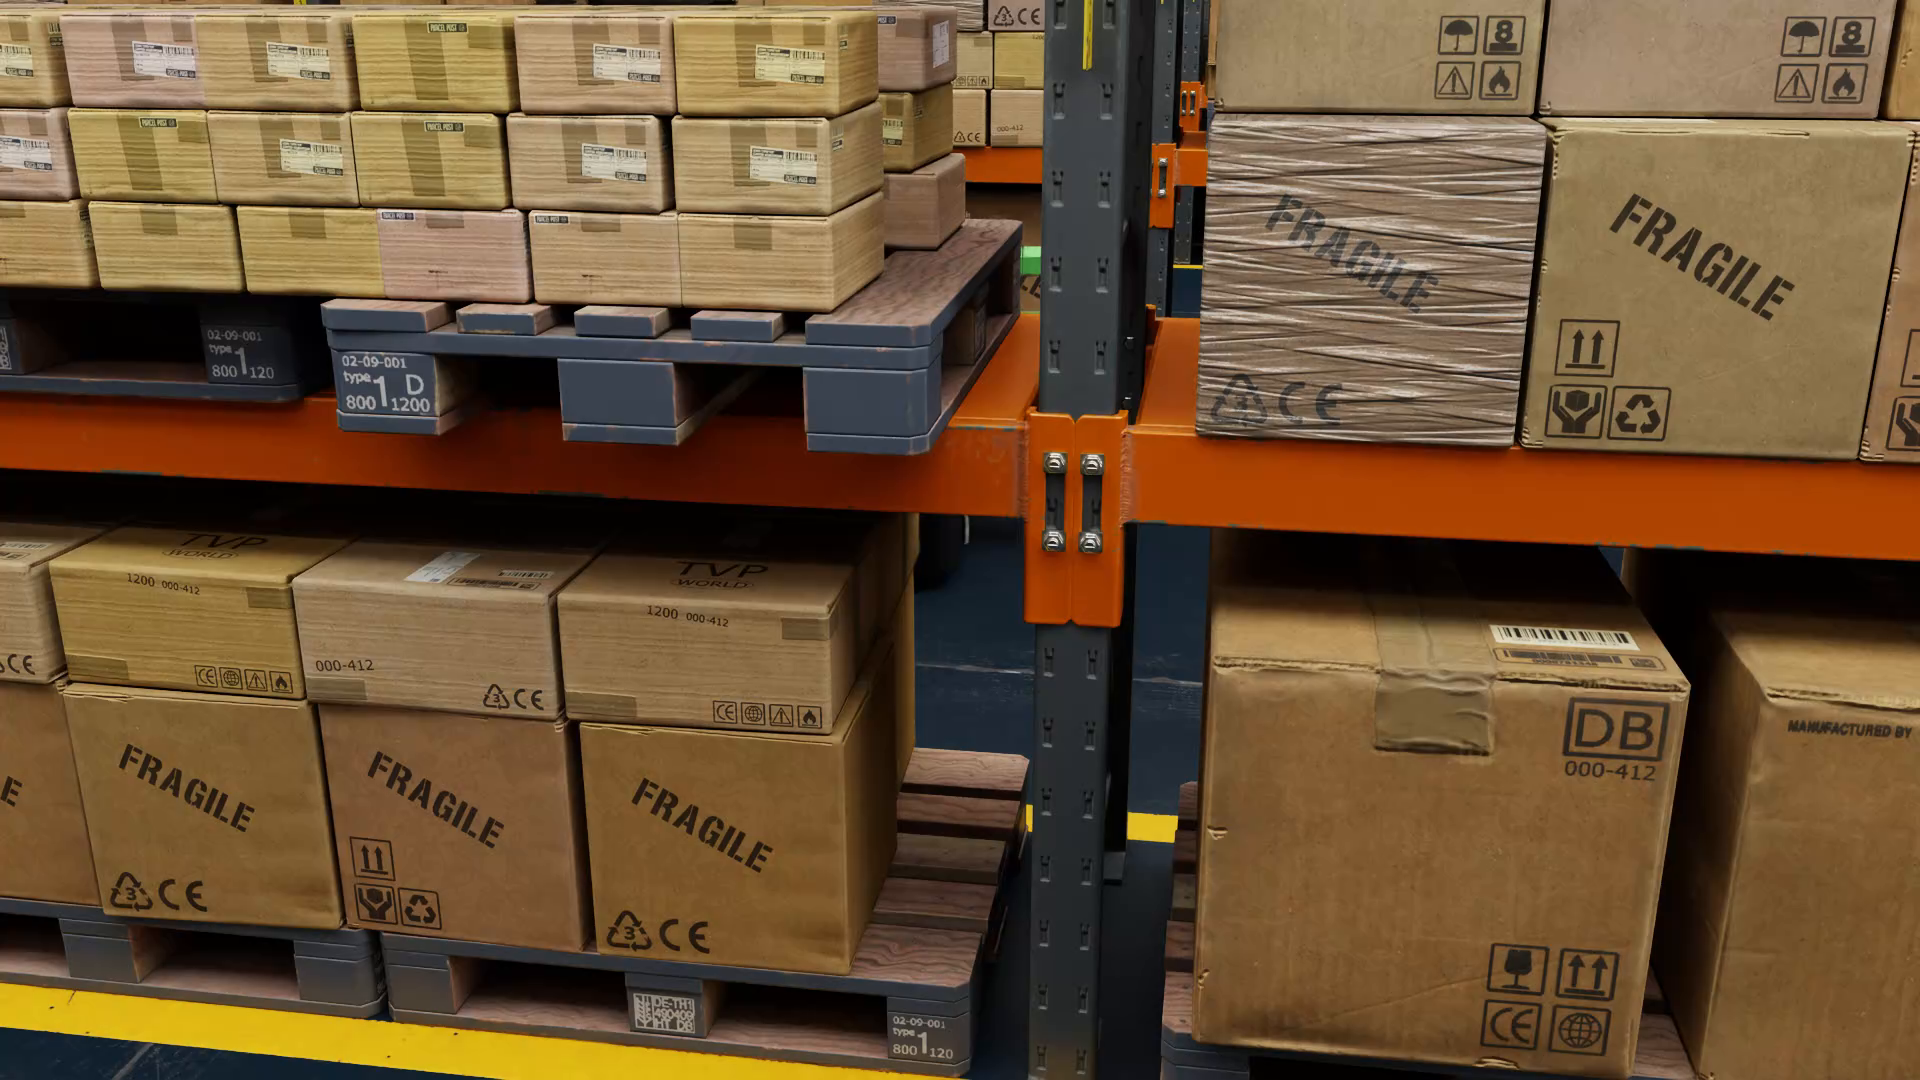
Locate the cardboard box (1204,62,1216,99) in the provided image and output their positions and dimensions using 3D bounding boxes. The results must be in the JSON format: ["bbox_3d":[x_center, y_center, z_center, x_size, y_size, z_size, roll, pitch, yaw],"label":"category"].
[{"bbox_3d":[1.248,-2.092,7.561,0.250,0.149,0.380,2,19,5],"label":"cardboard box"}]

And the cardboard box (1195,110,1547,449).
[{"bbox_3d":[0.671,-0.471,2.825,0.500,0.500,0.500,3,19,9],"label":"cardboard box"}]

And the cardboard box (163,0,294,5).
[{"bbox_3d":[-3.503,-2.746,8.050,0.500,0.500,0.500,3,19,8],"label":"cardboard box"}]

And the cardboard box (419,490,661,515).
[{"bbox_3d":[-0.872,-0.036,3.778,0.500,0.250,0.500,3,19,8],"label":"cardboard box"}]

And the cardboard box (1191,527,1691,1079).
[{"bbox_3d":[0.858,0.396,3.275,0.750,0.750,1.050,3,19,8],"label":"cardboard box"}]

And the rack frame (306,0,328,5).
[{"bbox_3d":[-2.993,-2.288,8.412,0.127,3.000,1.000,3,19,9],"label":"rack frame"}]

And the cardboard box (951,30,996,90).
[{"bbox_3d":[-0.069,-2.222,7.664,0.500,0.250,0.500,2,19,7],"label":"cardboard box"}]

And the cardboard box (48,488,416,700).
[{"bbox_3d":[-1.446,0.096,3.386,0.500,0.250,0.500,3,19,10],"label":"cardboard box"}]

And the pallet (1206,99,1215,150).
[{"bbox_3d":[1.677,-1.993,7.834,1.003,0.211,1.213,3,19,9],"label":"pallet"}]

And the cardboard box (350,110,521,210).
[{"bbox_3d":[-0.813,-0.659,2.810,0.250,0.149,0.380,3,19,10],"label":"cardboard box"}]

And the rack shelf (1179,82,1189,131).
[{"bbox_3d":[-0.235,-3.401,12.874,4.000,0.370,1.077,3,19,9],"label":"rack shelf"}]

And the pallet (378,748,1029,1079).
[{"bbox_3d":[-0.501,0.752,3.722,1.213,0.211,1.003,3,19,9],"label":"pallet"}]

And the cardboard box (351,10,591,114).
[{"bbox_3d":[-0.792,-0.800,2.763,0.250,0.149,0.380,4,19,10],"label":"cardboard box"}]

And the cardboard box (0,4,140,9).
[{"bbox_3d":[-1.965,-1.069,3.567,0.250,0.149,0.380,2,19,6],"label":"cardboard box"}]

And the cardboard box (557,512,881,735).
[{"bbox_3d":[-0.446,0.148,3.229,0.500,0.250,0.500,2,19,7],"label":"cardboard box"}]

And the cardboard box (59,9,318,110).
[{"bbox_3d":[-1.293,-0.826,2.842,0.250,0.149,0.380,3,19,9],"label":"cardboard box"}]

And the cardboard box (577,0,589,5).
[{"bbox_3d":[-1.603,-2.654,7.774,0.500,0.500,0.500,2,19,7],"label":"cardboard box"}]

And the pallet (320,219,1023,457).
[{"bbox_3d":[-0.450,-0.442,3.199,1.003,0.211,1.213,3,19,9],"label":"pallet"}]

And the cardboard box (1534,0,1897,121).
[{"bbox_3d":[1.212,-1.001,2.835,0.500,0.500,0.700,3,19,8],"label":"cardboard box"}]

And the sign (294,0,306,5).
[{"bbox_3d":[-3.080,-2.562,7.743,0.005,0.325,0.100,3,19,9],"label":"sign"}]

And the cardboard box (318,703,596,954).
[{"bbox_3d":[-0.932,0.477,3.427,0.500,0.500,0.500,4,19,11],"label":"cardboard box"}]

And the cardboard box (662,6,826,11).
[{"bbox_3d":[-0.421,-0.989,3.328,0.250,0.149,0.380,2,19,7],"label":"cardboard box"}]

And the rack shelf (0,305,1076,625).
[{"bbox_3d":[-1.704,-0.290,3.576,4.000,0.370,1.077,3,19,9],"label":"rack shelf"}]

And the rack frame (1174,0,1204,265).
[{"bbox_3d":[1.740,-3.641,12.459,0.127,3.000,1.000,3,19,9],"label":"rack frame"}]

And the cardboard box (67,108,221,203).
[{"bbox_3d":[-1.306,-0.685,2.888,0.250,0.149,0.380,3,19,8],"label":"cardboard box"}]

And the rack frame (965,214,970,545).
[{"bbox_3d":[0.027,-0.590,6.174,0.015,1.200,0.240,0,18,0],"label":"rack frame"}]

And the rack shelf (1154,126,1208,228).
[{"bbox_3d":[2.931,-1.644,7.624,4.000,0.370,1.077,3,19,9],"label":"rack shelf"}]

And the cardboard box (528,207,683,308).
[{"bbox_3d":[-0.534,-0.504,2.817,0.250,0.149,0.380,3,19,9],"label":"cardboard box"}]

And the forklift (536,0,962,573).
[{"bbox_3d":[-1.509,-1.377,5.799,3.031,2.935,1.130,0,19,0],"label":"forklift"}]

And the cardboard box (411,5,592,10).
[{"bbox_3d":[-0.923,-1.016,3.410,0.250,0.149,0.380,2,19,6],"label":"cardboard box"}]

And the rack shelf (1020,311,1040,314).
[{"bbox_3d":[0.271,-0.756,6.118,0.480,0.148,0.258,0,18,0],"label":"rack shelf"}]

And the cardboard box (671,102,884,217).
[{"bbox_3d":[-0.289,-0.634,2.735,0.250,0.149,0.380,3,19,10],"label":"cardboard box"}]

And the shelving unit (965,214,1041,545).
[{"bbox_3d":[0.271,-0.589,6.173,0.503,1.200,0.258,0,18,0],"label":"shelving unit"}]

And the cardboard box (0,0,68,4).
[{"bbox_3d":[-4.507,-2.797,8.202,0.500,0.500,0.500,3,19,9],"label":"cardboard box"}]

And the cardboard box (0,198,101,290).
[{"bbox_3d":[-1.555,-0.557,2.976,0.250,0.149,0.380,3,19,10],"label":"cardboard box"}]

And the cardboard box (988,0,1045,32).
[{"bbox_3d":[0.404,-2.552,7.469,0.500,0.500,0.500,2,19,7],"label":"cardboard box"}]

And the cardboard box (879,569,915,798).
[{"bbox_3d":[-0.387,0.340,3.836,0.500,0.500,0.500,2,19,6],"label":"cardboard box"}]

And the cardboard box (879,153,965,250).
[{"bbox_3d":[-0.139,-0.696,3.390,0.250,0.149,0.380,3,19,8],"label":"cardboard box"}]

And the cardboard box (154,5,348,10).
[{"bbox_3d":[-1.453,-1.042,3.487,0.250,0.149,0.380,3,19,10],"label":"cardboard box"}]

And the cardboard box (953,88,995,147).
[{"bbox_3d":[-0.091,-1.980,7.730,0.500,0.250,0.500,3,19,10],"label":"cardboard box"}]

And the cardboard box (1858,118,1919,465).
[{"bbox_3d":[1.672,-0.420,2.675,0.500,0.500,0.500,3,19,9],"label":"cardboard box"}]

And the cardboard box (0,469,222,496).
[{"bbox_3d":[-1.874,-0.091,3.942,0.500,0.250,0.500,2,19,6],"label":"cardboard box"}]

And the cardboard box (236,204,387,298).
[{"bbox_3d":[-1.034,-0.531,2.896,0.250,0.149,0.380,3,19,8],"label":"cardboard box"}]

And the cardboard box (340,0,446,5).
[{"bbox_3d":[-2.604,-2.697,7.903,0.500,0.500,0.500,3,19,9],"label":"cardboard box"}]

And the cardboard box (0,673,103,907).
[{"bbox_3d":[-1.949,0.423,3.589,0.500,0.500,0.500,3,19,10],"label":"cardboard box"}]

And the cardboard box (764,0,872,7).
[{"bbox_3d":[-0.593,-2.602,7.620,0.500,0.500,0.500,3,19,9],"label":"cardboard box"}]

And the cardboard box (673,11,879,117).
[{"bbox_3d":[-0.286,-0.774,2.684,0.250,0.149,0.380,2,19,6],"label":"cardboard box"}]
